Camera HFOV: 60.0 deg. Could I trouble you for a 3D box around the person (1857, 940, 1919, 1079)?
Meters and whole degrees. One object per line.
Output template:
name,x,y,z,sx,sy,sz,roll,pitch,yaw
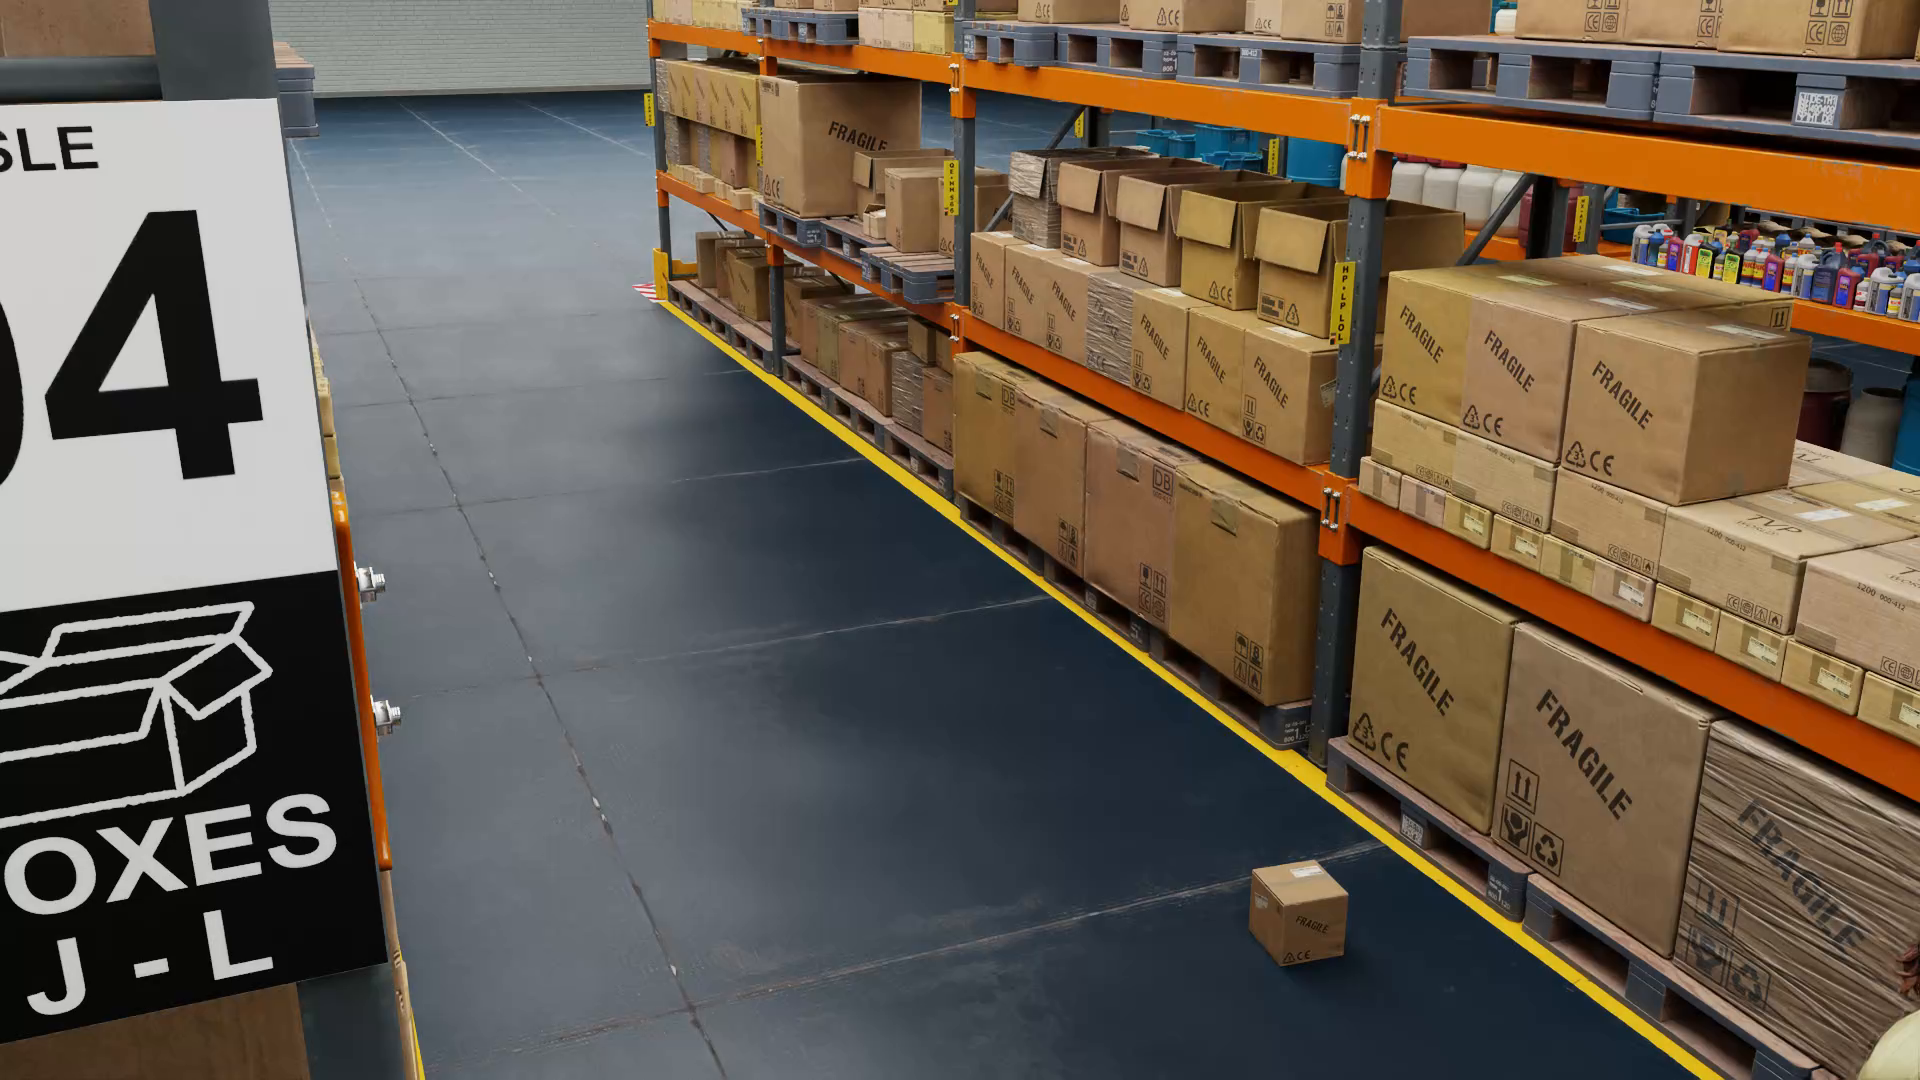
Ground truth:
person,2.055,1.493,3.211,0.494,1.645,0.830,-11,22,-29
